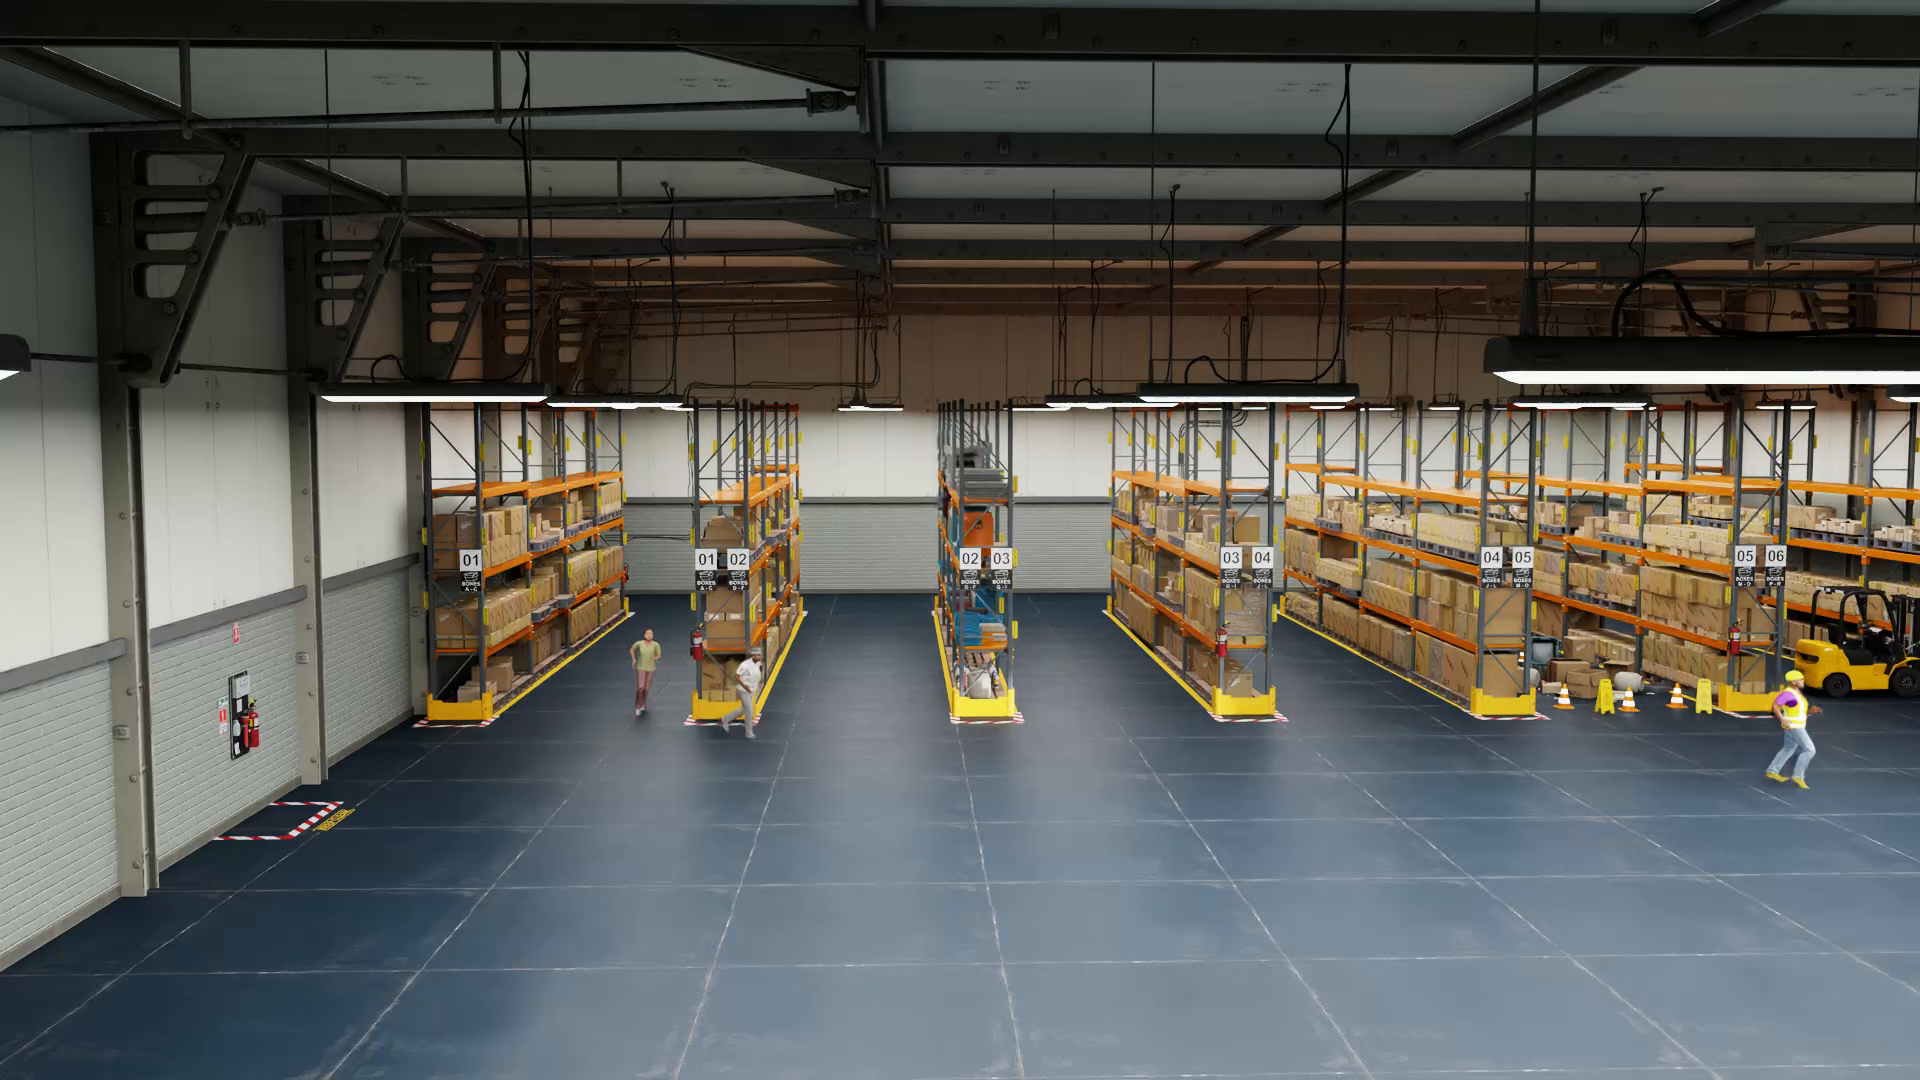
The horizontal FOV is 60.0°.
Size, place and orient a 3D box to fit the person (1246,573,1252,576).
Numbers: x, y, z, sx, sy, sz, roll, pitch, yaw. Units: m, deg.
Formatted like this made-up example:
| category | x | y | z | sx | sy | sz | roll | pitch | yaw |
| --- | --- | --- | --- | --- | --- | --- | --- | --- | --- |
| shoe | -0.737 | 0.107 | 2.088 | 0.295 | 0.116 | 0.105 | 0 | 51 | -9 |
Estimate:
| category | x | y | z | sx | sy | sz | roll | pitch | yaw |
| --- | --- | --- | --- | --- | --- | --- | --- | --- | --- |
| person | 8.071 | 1.436 | 45.586 | 0.708 | 1.677 | 0.640 | 0 | 4 | -4 |

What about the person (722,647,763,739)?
| category | x | y | z | sx | sy | sz | roll | pitch | yaw |
| --- | --- | --- | --- | --- | --- | --- | --- | --- | --- |
| person | -3.856 | 2.697 | 29.568 | 0.857 | 1.652 | 0.585 | 3 | 5 | 34 |

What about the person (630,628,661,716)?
| category | x | y | z | sx | sy | sz | roll | pitch | yaw |
| --- | --- | --- | --- | --- | --- | --- | --- | --- | --- |
| person | -5.986 | 2.507 | 31.728 | 0.559 | 1.692 | 0.693 | -2 | 5 | -19 |

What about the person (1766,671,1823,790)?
| category | x | y | z | sx | sy | sz | roll | pitch | yaw |
| --- | --- | --- | --- | --- | --- | --- | --- | --- | --- |
| person | 12.797 | 2.909 | 25.500 | 0.751 | 1.823 | 0.669 | 2 | 5 | 29 |
